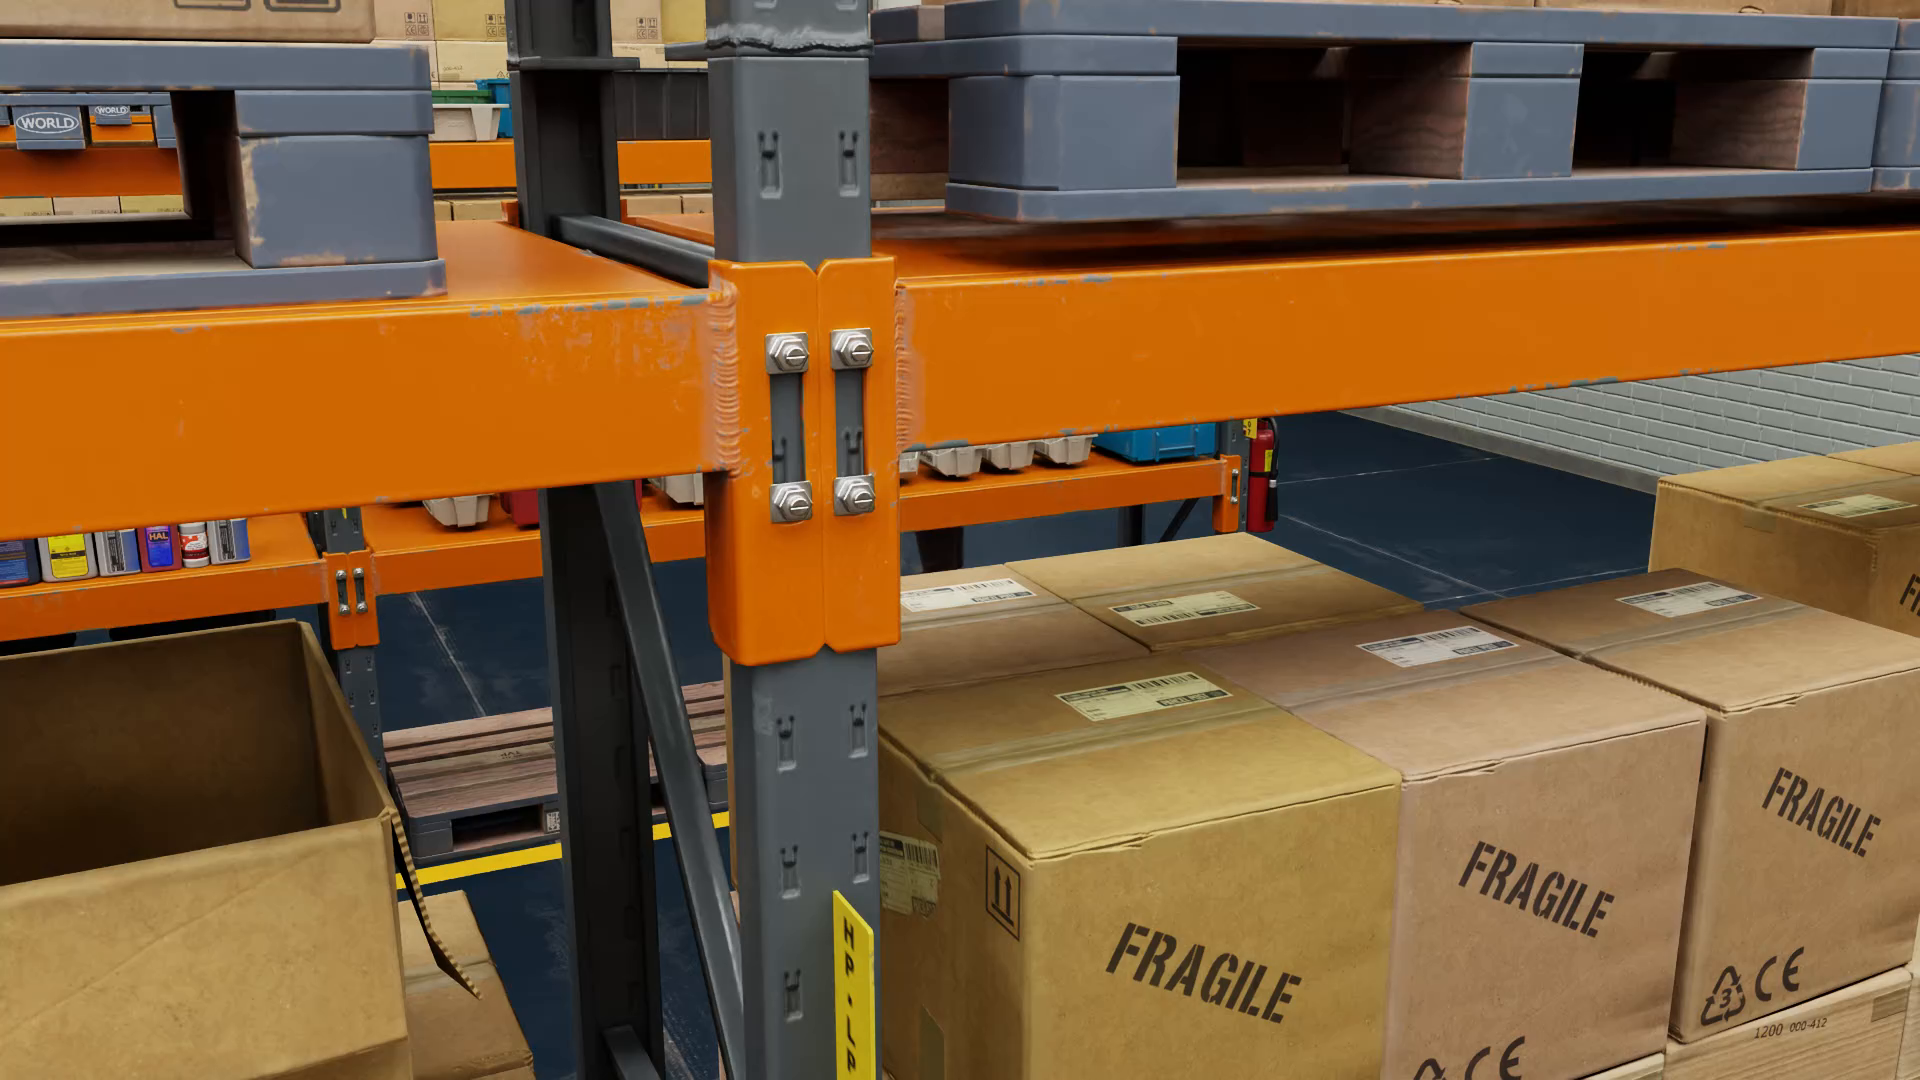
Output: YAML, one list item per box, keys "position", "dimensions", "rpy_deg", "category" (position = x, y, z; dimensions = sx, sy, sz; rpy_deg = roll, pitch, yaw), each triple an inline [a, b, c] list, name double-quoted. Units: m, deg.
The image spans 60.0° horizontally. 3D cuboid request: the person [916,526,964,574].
- position: [-0.109, -0.230, 8.232]
  dimensions: [0.358, 1.714, 0.534]
  rpy_deg: [2, 15, 7]
  category: "person"
